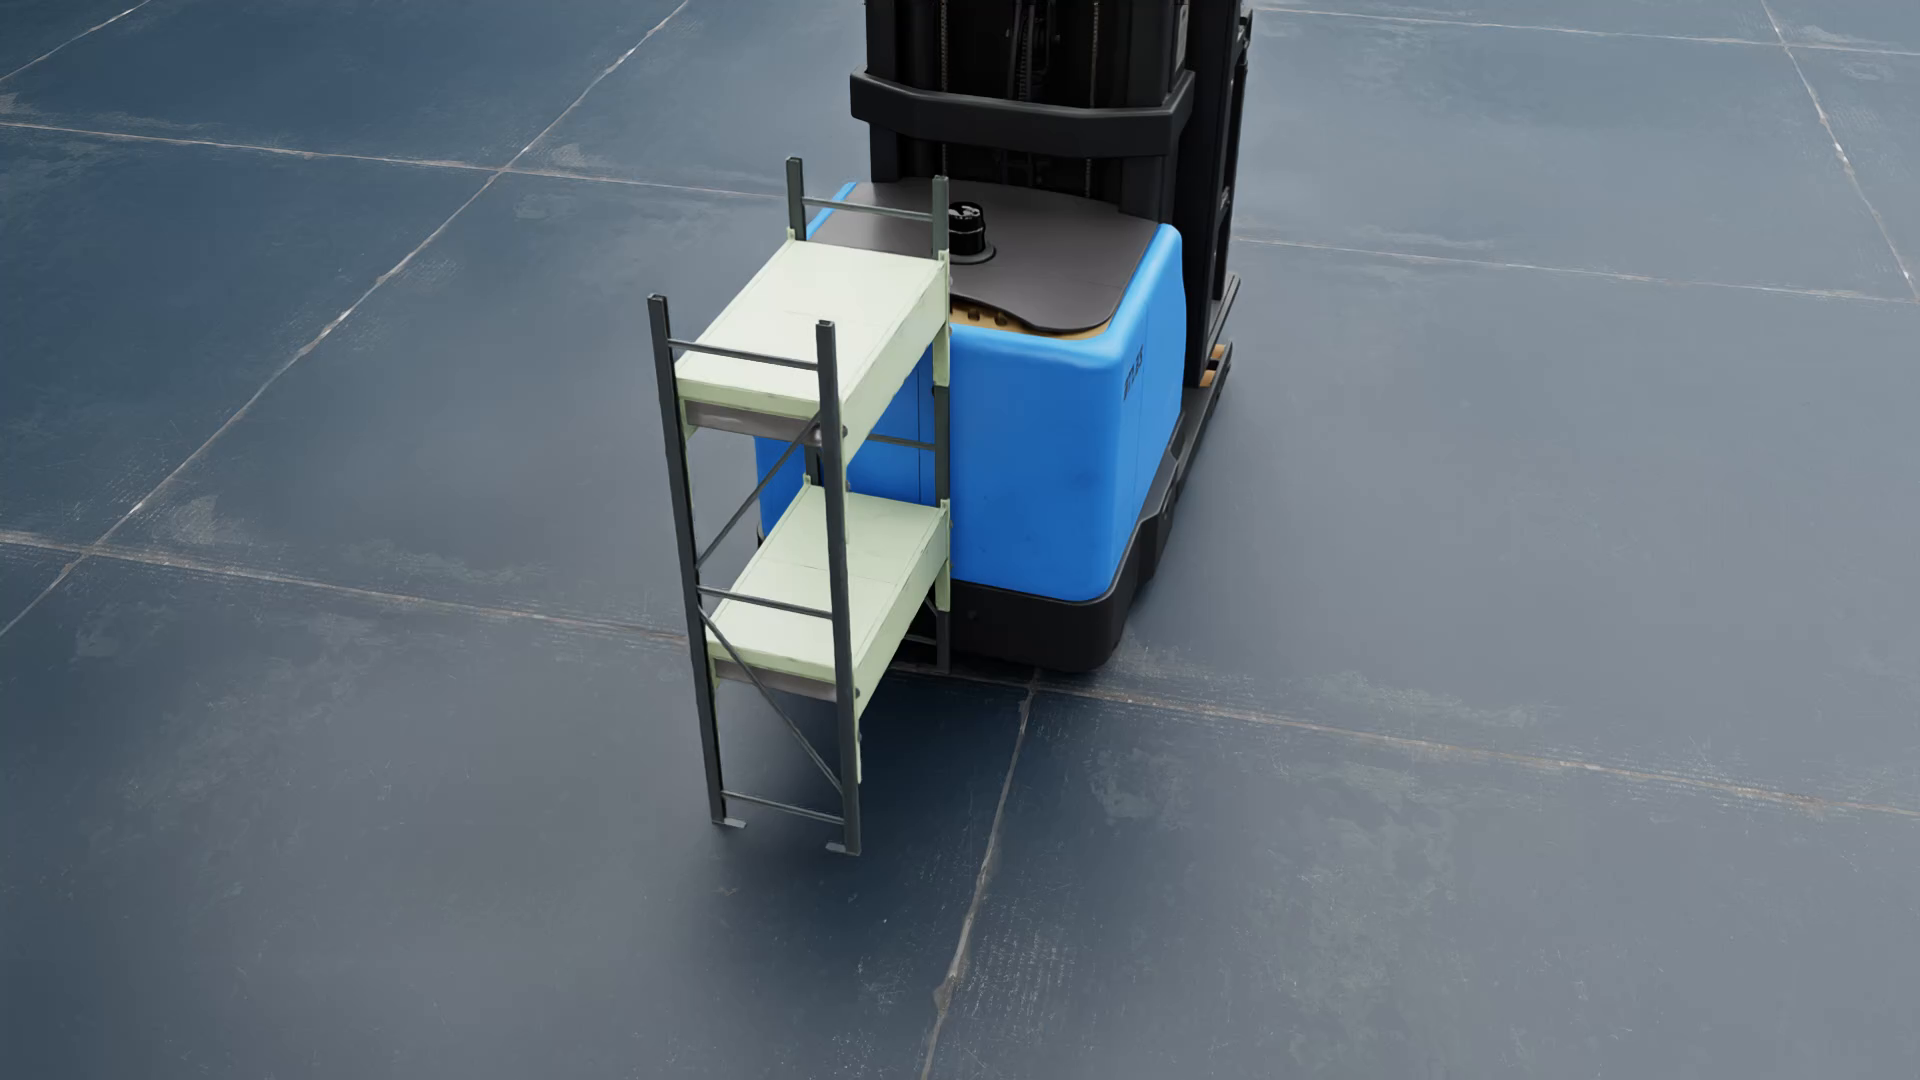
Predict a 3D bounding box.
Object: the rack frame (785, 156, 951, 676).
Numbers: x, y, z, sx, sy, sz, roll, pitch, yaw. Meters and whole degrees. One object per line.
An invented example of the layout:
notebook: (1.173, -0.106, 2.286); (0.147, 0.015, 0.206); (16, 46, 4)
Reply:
rack frame: (-0.220, -0.264, 4.336); (0.400, 1.500, 0.023); (11, 37, 14)

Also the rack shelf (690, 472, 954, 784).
rack shelf: (-0.330, 0.205, 4.245); (0.431, 0.370, 0.720); (11, 37, 14)

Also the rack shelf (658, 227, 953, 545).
rack shelf: (-0.330, -0.375, 3.825); (0.431, 0.370, 0.720); (11, 37, 14)

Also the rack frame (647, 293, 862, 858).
rack frame: (-0.441, 0.146, 3.771); (0.400, 1.500, 0.023); (11, 37, 14)

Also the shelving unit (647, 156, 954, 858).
shelving unit: (-0.330, -0.059, 4.054); (0.431, 1.500, 0.755); (11, 37, 14)

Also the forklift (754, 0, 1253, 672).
forklift: (0.348, -1.684, 5.076); (1.130, 2.935, 3.031); (11, 37, 14)
